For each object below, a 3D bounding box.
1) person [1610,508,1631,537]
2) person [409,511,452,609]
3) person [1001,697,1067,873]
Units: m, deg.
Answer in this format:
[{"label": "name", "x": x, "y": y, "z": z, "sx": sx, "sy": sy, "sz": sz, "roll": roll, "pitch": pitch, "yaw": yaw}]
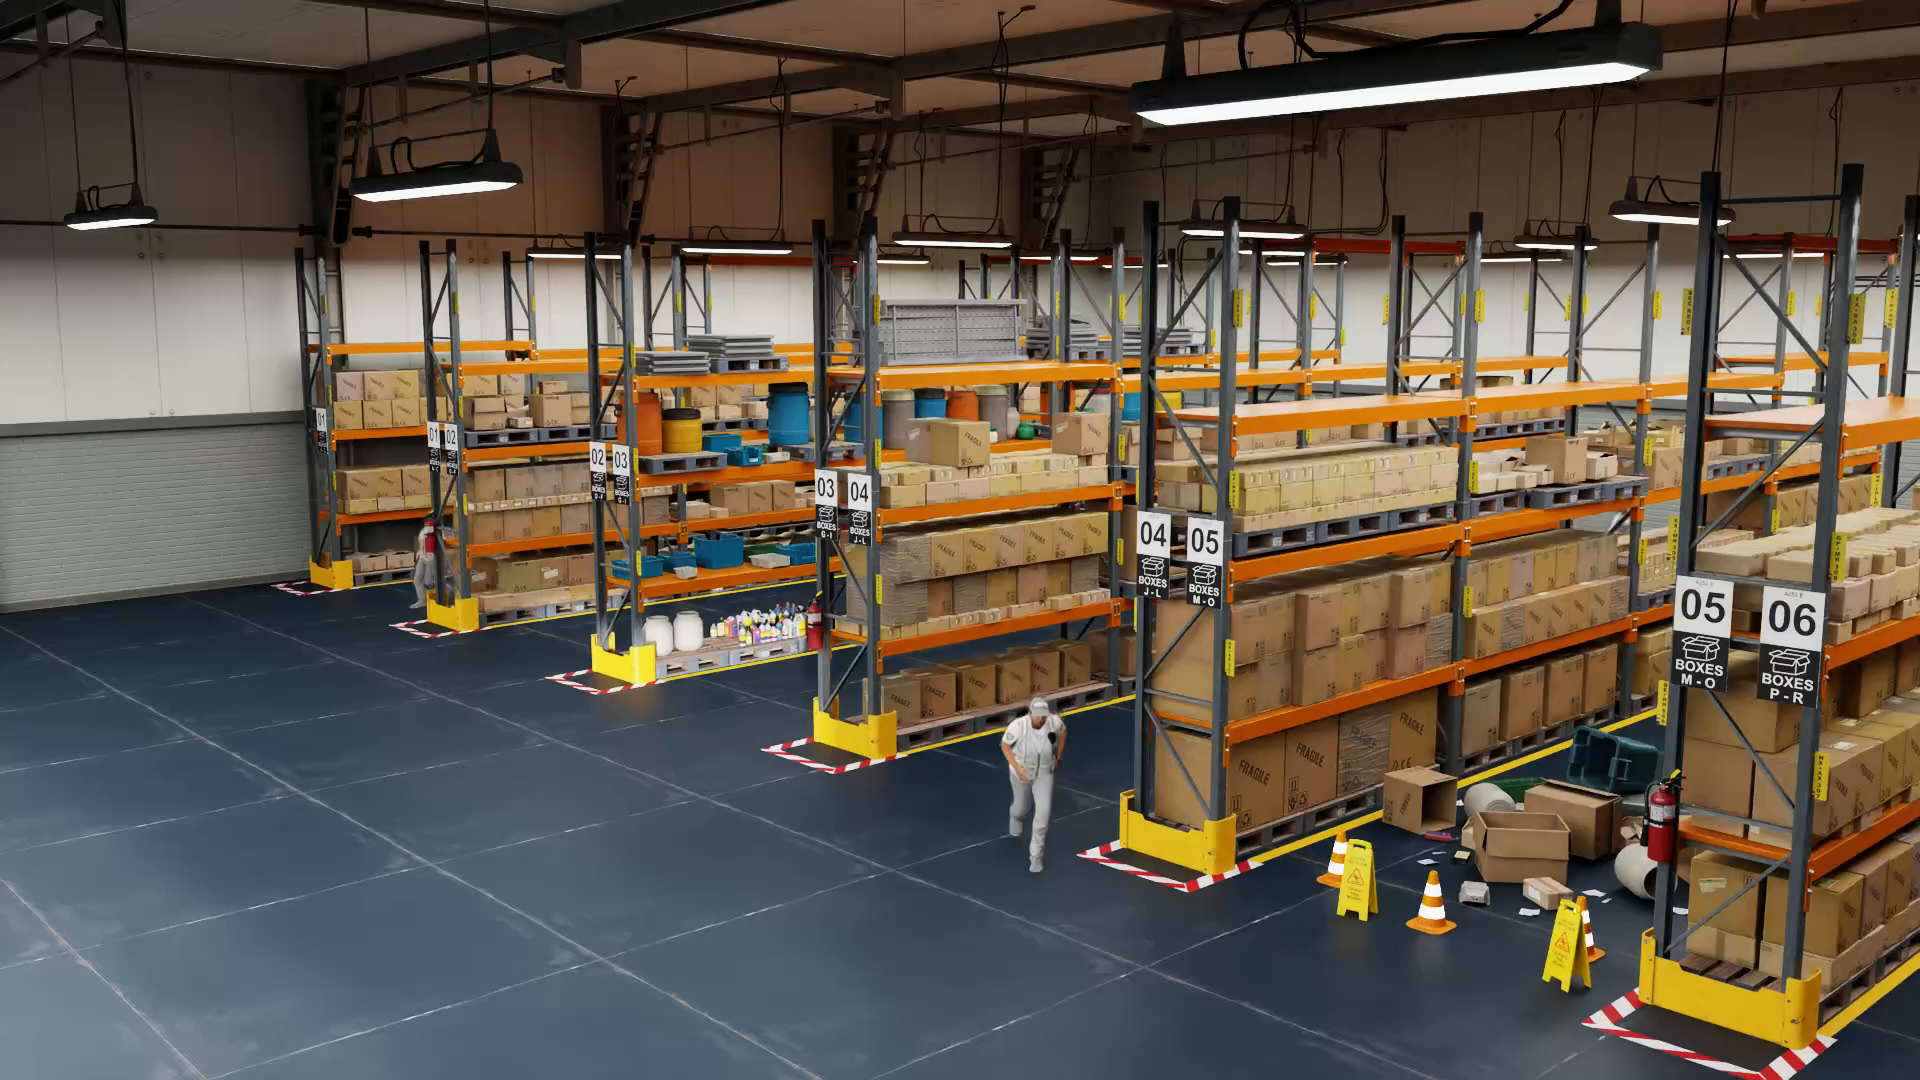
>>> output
[{"label": "person", "x": 11.756, "y": 0.065, "z": 29.524, "sx": 0.569, "sy": 1.577, "sz": 0.859, "roll": -3, "pitch": 9, "yaw": -17}, {"label": "person", "x": -8.753, "y": 0.316, "z": 27.677, "sx": 0.676, "sy": 1.651, "sz": 0.726, "roll": 7, "pitch": 11, "yaw": 39}, {"label": "person", "x": 0.660, "y": 2.170, "z": 15.349, "sx": 0.632, "sy": 1.625, "sz": 1.013, "roll": -2, "pitch": 9, "yaw": -14}]
